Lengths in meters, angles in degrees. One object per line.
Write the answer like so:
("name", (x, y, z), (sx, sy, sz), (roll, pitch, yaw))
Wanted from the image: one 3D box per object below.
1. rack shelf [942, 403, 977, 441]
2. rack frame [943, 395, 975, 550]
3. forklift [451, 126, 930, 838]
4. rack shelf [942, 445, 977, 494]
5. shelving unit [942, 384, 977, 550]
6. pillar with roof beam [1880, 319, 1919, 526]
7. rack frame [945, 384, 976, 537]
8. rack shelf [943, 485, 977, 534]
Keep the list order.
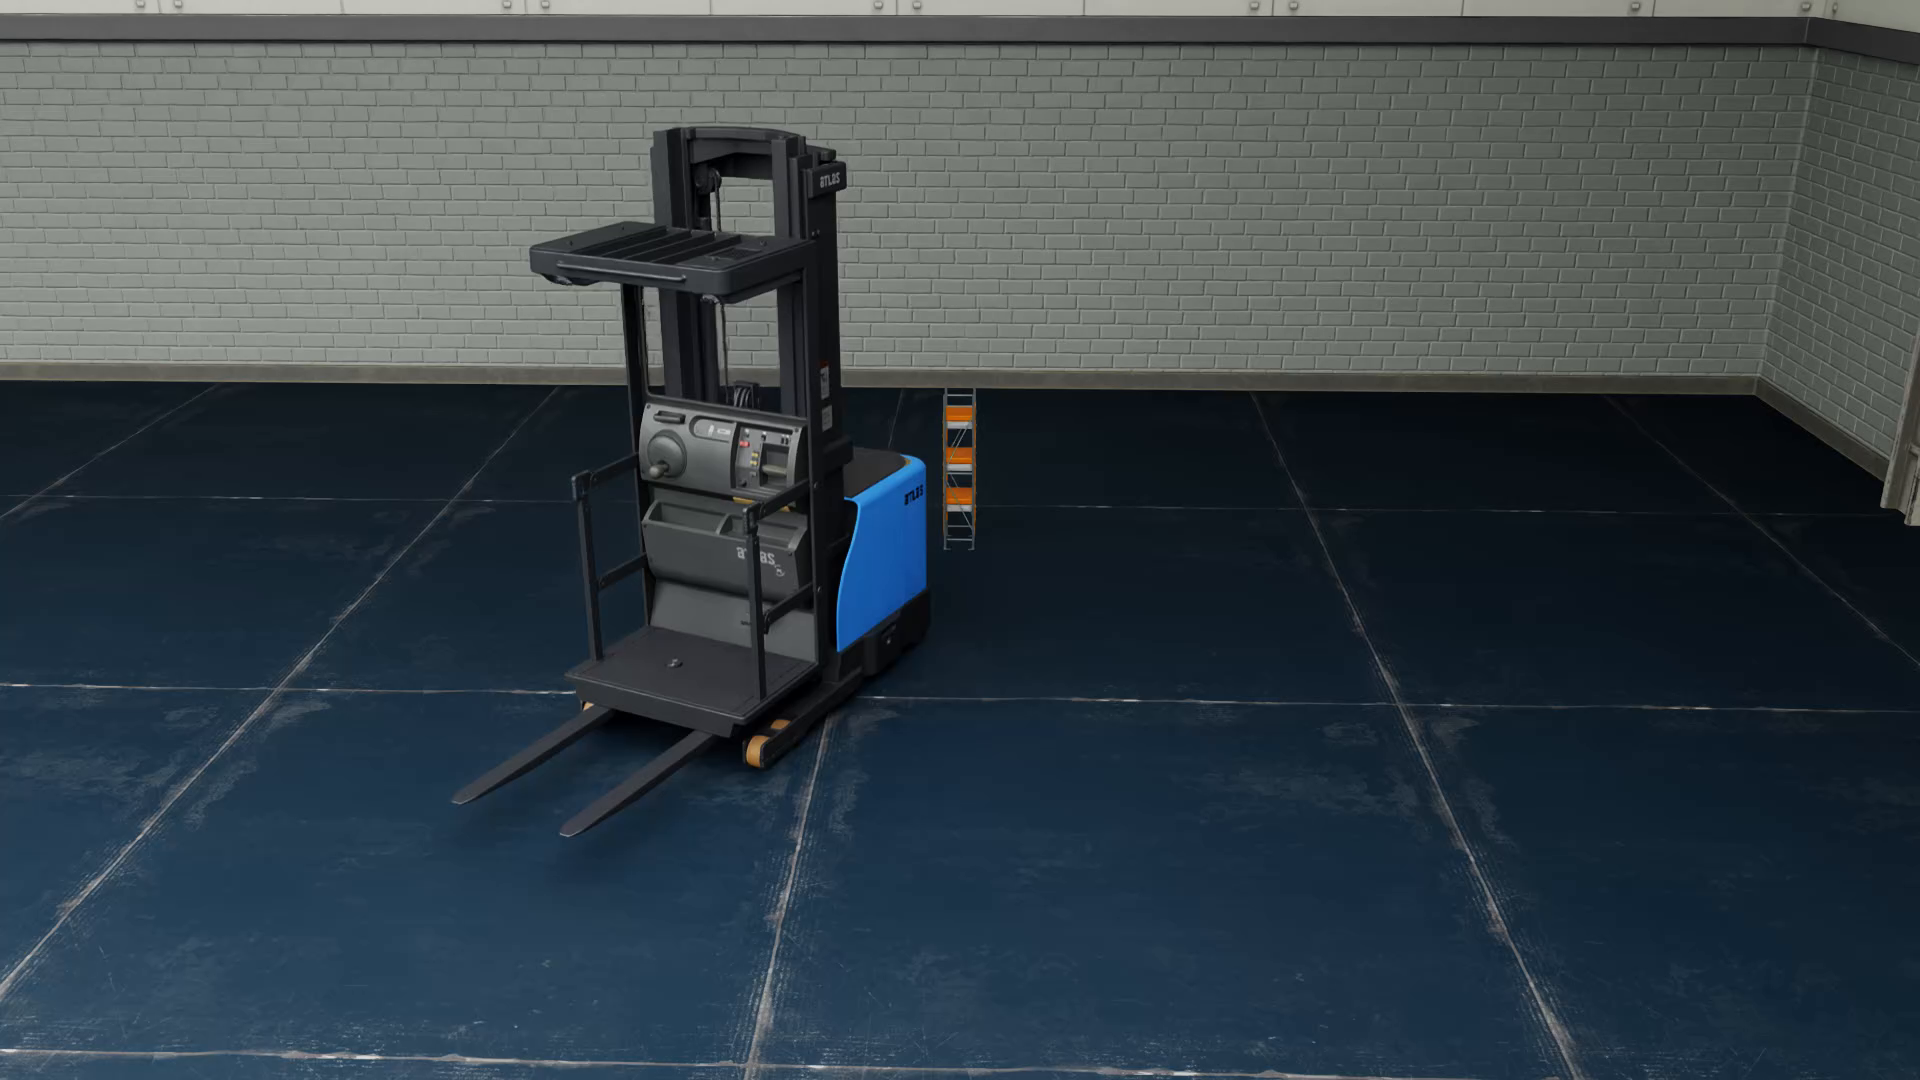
("rack shelf", (-0.002, -0.725, 10.690), (0.215, 0.259, 0.240), (1, 21, 2))
("rack frame", (-0.005, -0.426, 10.675), (0.200, 1.050, 0.008), (1, 21, 2))
("forklift", (-1.288, -0.428, 8.080), (1.130, 2.935, 3.031), (10, 24, 25))
("rack shelf", (-0.002, -0.460, 10.793), (0.215, 0.259, 0.240), (1, 21, 2))
("shelving unit", (-0.002, -0.470, 10.789), (0.215, 1.050, 0.252), (1, 21, 2))
("pillar with roof beam", (2.288, -4.412, 9.960), (9.100, 9.000, 0.400), (1, 21, 2))
("rack frame", (0.002, -0.514, 10.903), (0.200, 1.050, 0.008), (1, 21, 2))
("rack shelf", (-0.002, -0.201, 10.894), (0.215, 0.259, 0.240), (1, 21, 2))
